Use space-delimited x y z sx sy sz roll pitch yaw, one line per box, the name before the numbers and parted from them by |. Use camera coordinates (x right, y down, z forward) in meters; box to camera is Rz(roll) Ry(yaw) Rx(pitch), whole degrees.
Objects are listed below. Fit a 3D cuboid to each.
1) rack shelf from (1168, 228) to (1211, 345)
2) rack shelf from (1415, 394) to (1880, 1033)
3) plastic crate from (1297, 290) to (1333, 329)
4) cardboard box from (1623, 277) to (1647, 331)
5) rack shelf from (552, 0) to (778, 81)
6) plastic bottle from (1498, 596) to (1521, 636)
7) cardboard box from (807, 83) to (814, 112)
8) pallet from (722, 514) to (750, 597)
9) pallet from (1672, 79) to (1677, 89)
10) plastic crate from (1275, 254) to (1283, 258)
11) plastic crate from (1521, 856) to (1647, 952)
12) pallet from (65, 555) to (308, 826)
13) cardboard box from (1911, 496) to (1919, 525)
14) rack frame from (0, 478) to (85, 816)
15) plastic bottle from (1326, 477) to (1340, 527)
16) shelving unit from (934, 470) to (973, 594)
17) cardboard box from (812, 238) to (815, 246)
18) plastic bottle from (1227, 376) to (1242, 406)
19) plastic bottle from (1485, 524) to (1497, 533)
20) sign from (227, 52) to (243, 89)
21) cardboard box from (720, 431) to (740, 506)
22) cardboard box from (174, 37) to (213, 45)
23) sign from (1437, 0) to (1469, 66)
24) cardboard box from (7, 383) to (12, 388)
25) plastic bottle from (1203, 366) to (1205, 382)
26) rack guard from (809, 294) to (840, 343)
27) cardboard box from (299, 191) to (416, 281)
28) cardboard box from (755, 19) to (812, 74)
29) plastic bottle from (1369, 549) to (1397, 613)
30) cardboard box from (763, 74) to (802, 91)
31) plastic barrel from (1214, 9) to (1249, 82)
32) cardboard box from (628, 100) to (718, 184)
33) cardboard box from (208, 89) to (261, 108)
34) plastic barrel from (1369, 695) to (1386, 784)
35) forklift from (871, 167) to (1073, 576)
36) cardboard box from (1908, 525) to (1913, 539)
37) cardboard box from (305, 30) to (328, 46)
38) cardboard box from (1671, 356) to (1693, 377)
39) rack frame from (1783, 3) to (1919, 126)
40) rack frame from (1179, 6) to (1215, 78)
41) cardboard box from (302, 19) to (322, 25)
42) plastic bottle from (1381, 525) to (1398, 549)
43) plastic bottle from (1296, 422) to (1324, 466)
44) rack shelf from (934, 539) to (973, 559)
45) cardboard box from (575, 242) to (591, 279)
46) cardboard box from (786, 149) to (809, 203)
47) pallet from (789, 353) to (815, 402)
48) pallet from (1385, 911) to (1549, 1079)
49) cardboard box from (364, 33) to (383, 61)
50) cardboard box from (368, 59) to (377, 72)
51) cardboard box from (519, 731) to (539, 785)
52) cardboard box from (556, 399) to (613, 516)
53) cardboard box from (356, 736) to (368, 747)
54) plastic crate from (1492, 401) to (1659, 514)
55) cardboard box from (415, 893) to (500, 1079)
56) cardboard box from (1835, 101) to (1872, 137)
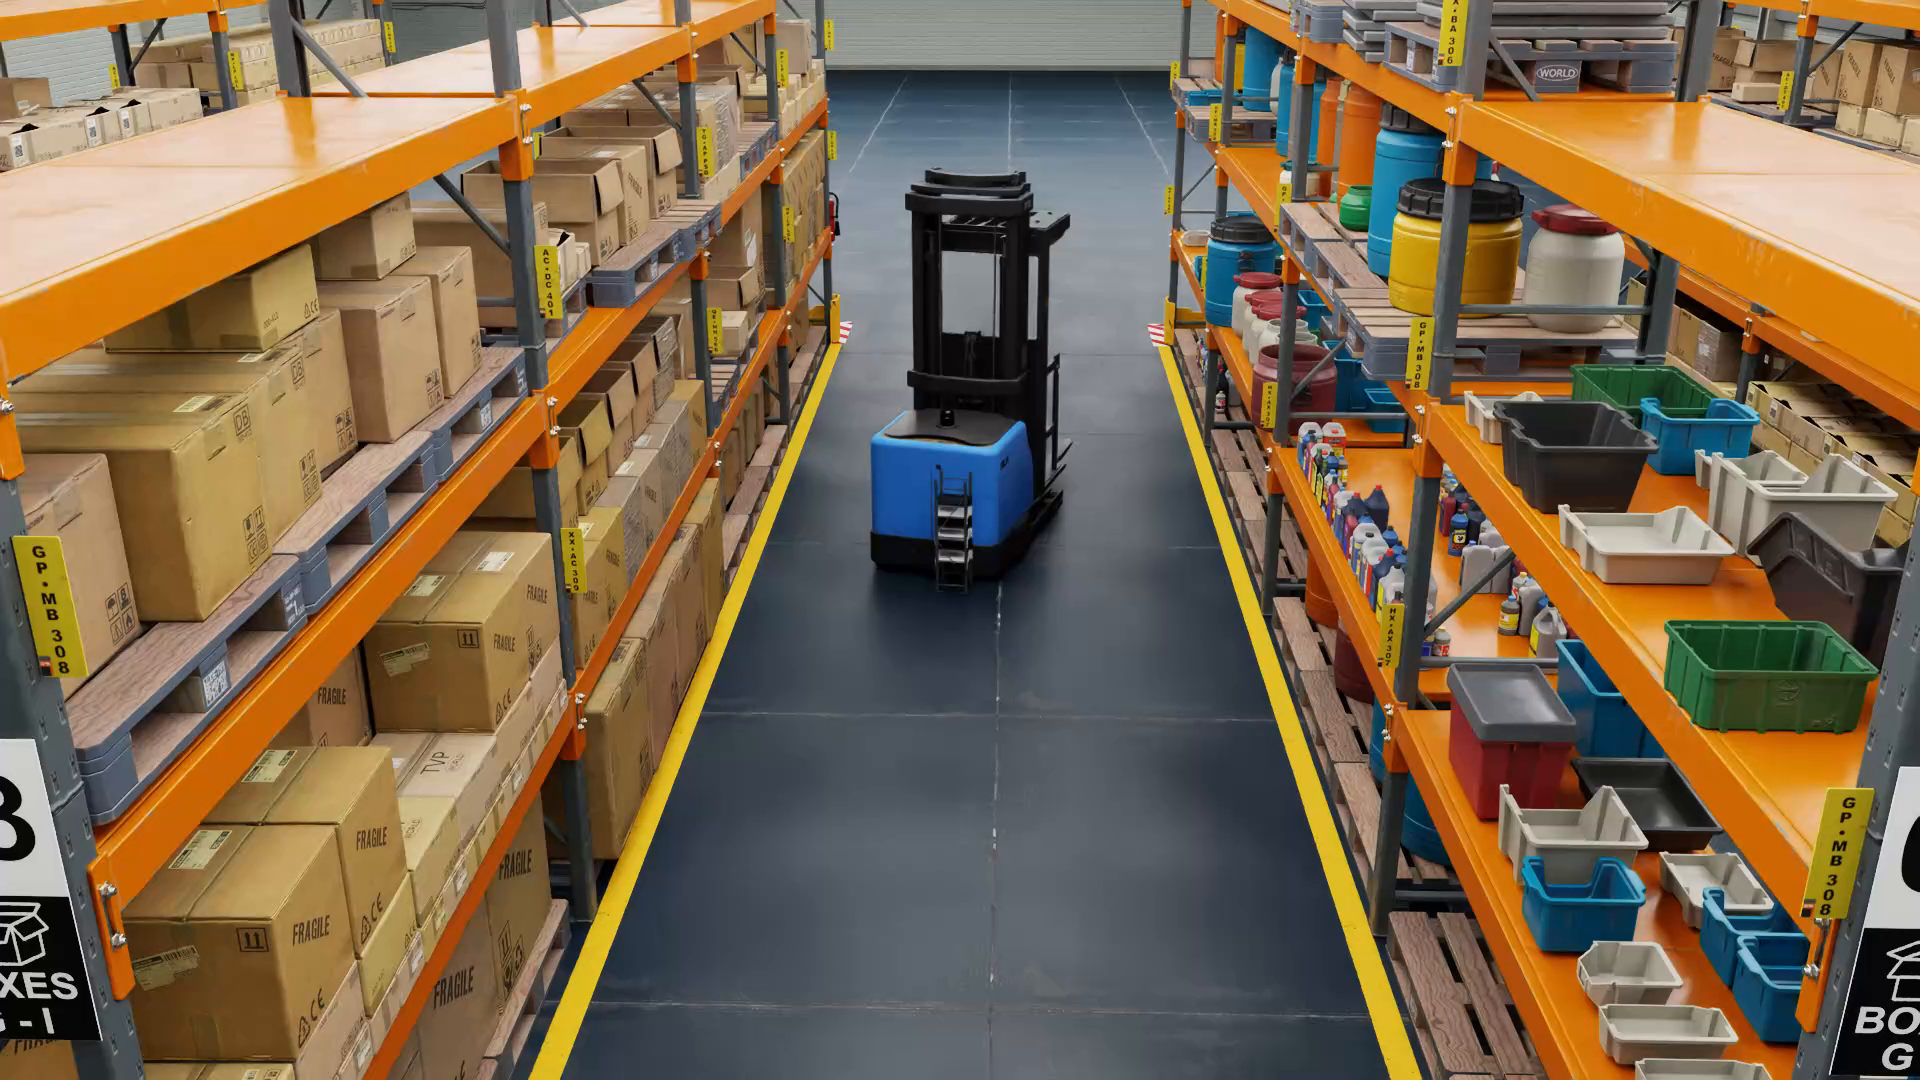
rack shelf | 2.884 -2.693 17.317 1.077 0.370 4.000 1 21 2
rack shelf | 2.519 0.247 5.593 1.077 0.370 4.000 1 21 2
plastic crate | 3.100 -1.896 14.290 0.392 0.384 0.575 1 21 2
cardboard box | 7.644 -2.587 18.233 0.500 0.500 0.500 1 21 2
rack shelf | -2.189 -3.912 12.718 1.077 0.370 4.000 1 21 2
plastic bottle | 2.860 0.390 8.652 0.097 0.201 0.097 0 21 0
cardboard box | -1.803 -4.592 17.277 0.500 0.250 0.500 1 21 3
pallet | -2.224 0.104 12.969 1.003 0.211 1.213 1 21 2
pallet | 7.848 -4.798 17.722 1.003 0.211 1.213 1 21 2
plastic crate | 3.146 -2.694 16.619 0.450 0.188 0.662 1 21 2
plastic crate | 2.264 1.338 6.082 0.416 0.233 0.300 1 21 2
pallet | -2.481 0.354 4.447 1.003 0.211 1.213 1 21 2
cardboard box | 7.422 -0.171 12.267 0.500 0.311 0.500 1 21 3
rack frame | -2.493 -0.818 3.197 1.000 3.000 0.127 1 21 2
plastic bottle | 2.284 -0.234 10.148 0.061 0.283 0.133 1 21 2
shelving unit | -0.047 -0.056 12.417 0.258 0.900 0.210 4 24 10
cardboard box | -1.796 -3.312 18.265 0.380 0.149 0.250 1 21 2
plastic bottle | 2.699 -1.510 16.327 0.144 0.351 0.185 1 21 2
plastic bottle | 3.041 0.024 9.499 0.097 0.271 0.097 0 21 0
sign | -6.540 -4.235 14.999 0.100 0.325 0.005 1 21 2
cardboard box | -2.235 -0.601 13.780 0.700 0.500 0.500 2 21 6
cardboard box | -7.366 -4.755 16.016 0.380 0.149 0.250 1 21 3
sign | 2.030 -2.119 6.839 0.100 0.325 0.005 1 21 2
cardboard box | -6.764 -1.038 11.414 0.380 0.149 0.250 1 21 3
plastic bottle | 2.555 -1.730 17.100 0.097 0.201 0.097 0 21 0
rack guard | -2.008 -2.613 19.573 1.175 0.500 0.348 1 21 2
cardboard box | -2.406 -1.164 6.343 0.500 0.250 0.500 -1 21 -2
cardboard box | -1.800 -5.060 17.035 0.500 0.500 0.500 1 21 2
plastic bottle | 2.286 0.207 8.916 0.144 0.351 0.185 1 21 2
cardboard box | -1.804 -4.648 16.870 0.380 0.149 0.250 0 21 -1
plastic barrel | 3.057 -5.369 17.898 0.600 0.830 0.708 1 21 2
cardboard box | -1.978 -2.759 11.516 0.500 0.500 0.500 1 21 2
cardboard box | -6.731 -4.102 15.437 0.380 0.149 0.250 0 21 1
plastic barrel | 2.635 0.917 9.339 0.600 0.901 0.708 1 21 2
forklift | 0.246 -1.593 13.583 1.130 2.935 3.031 7 22 17
cardboard box | 7.424 0.090 12.371 0.500 0.250 0.500 1 21 3
cardboard box | -6.678 -5.116 16.946 0.380 0.149 0.250 1 21 2
cardboard box | 7.595 -1.695 16.971 0.500 0.250 0.500 1 21 2
rack frame | 7.774 -5.046 14.094 1.000 3.000 0.127 1 21 2
rack frame | 2.945 -6.548 17.966 1.000 3.000 0.127 1 21 2
cardboard box | -7.289 -5.675 18.389 0.380 0.149 0.250 1 21 2
plastic bottle | 2.431 0.049 9.434 0.097 0.271 0.097 0 21 0
plastic bottle | 2.365 -0.648 11.224 0.152 0.276 0.135 1 21 2
rack shelf | -0.046 0.057 12.466 0.258 0.077 0.200 4 24 10
cardboard box | -2.176 -1.481 8.819 0.380 0.149 0.250 0 21 -1
cardboard box | -1.826 -3.714 17.021 0.500 0.500 0.500 1 21 2
pallet | -2.108 -1.745 17.735 1.003 0.211 1.213 1 21 2
pallet | 2.596 2.154 7.687 1.003 0.211 1.213 1 21 2
cardboard box | -6.696 -5.427 18.299 0.500 0.250 0.500 1 21 2
cardboard box | -6.641 -5.206 18.281 0.380 0.149 0.250 1 21 2
cardboard box | -2.068 0.950 7.282 0.380 0.149 0.250 0 21 1
cardboard box | -2.327 -0.461 9.044 0.797 0.503 0.637 1 21 2
cardboard box | -2.677 0.998 6.606 0.500 0.250 0.500 1 21 3
plastic crate | 2.268 -0.304 6.200 0.497 0.269 0.590 1 21 2
cardboard box | -2.498 1.891 6.866 0.875 0.875 0.875 1 21 2
cardboard box | 7.746 -3.551 14.014 0.500 0.250 0.500 3 21 7
